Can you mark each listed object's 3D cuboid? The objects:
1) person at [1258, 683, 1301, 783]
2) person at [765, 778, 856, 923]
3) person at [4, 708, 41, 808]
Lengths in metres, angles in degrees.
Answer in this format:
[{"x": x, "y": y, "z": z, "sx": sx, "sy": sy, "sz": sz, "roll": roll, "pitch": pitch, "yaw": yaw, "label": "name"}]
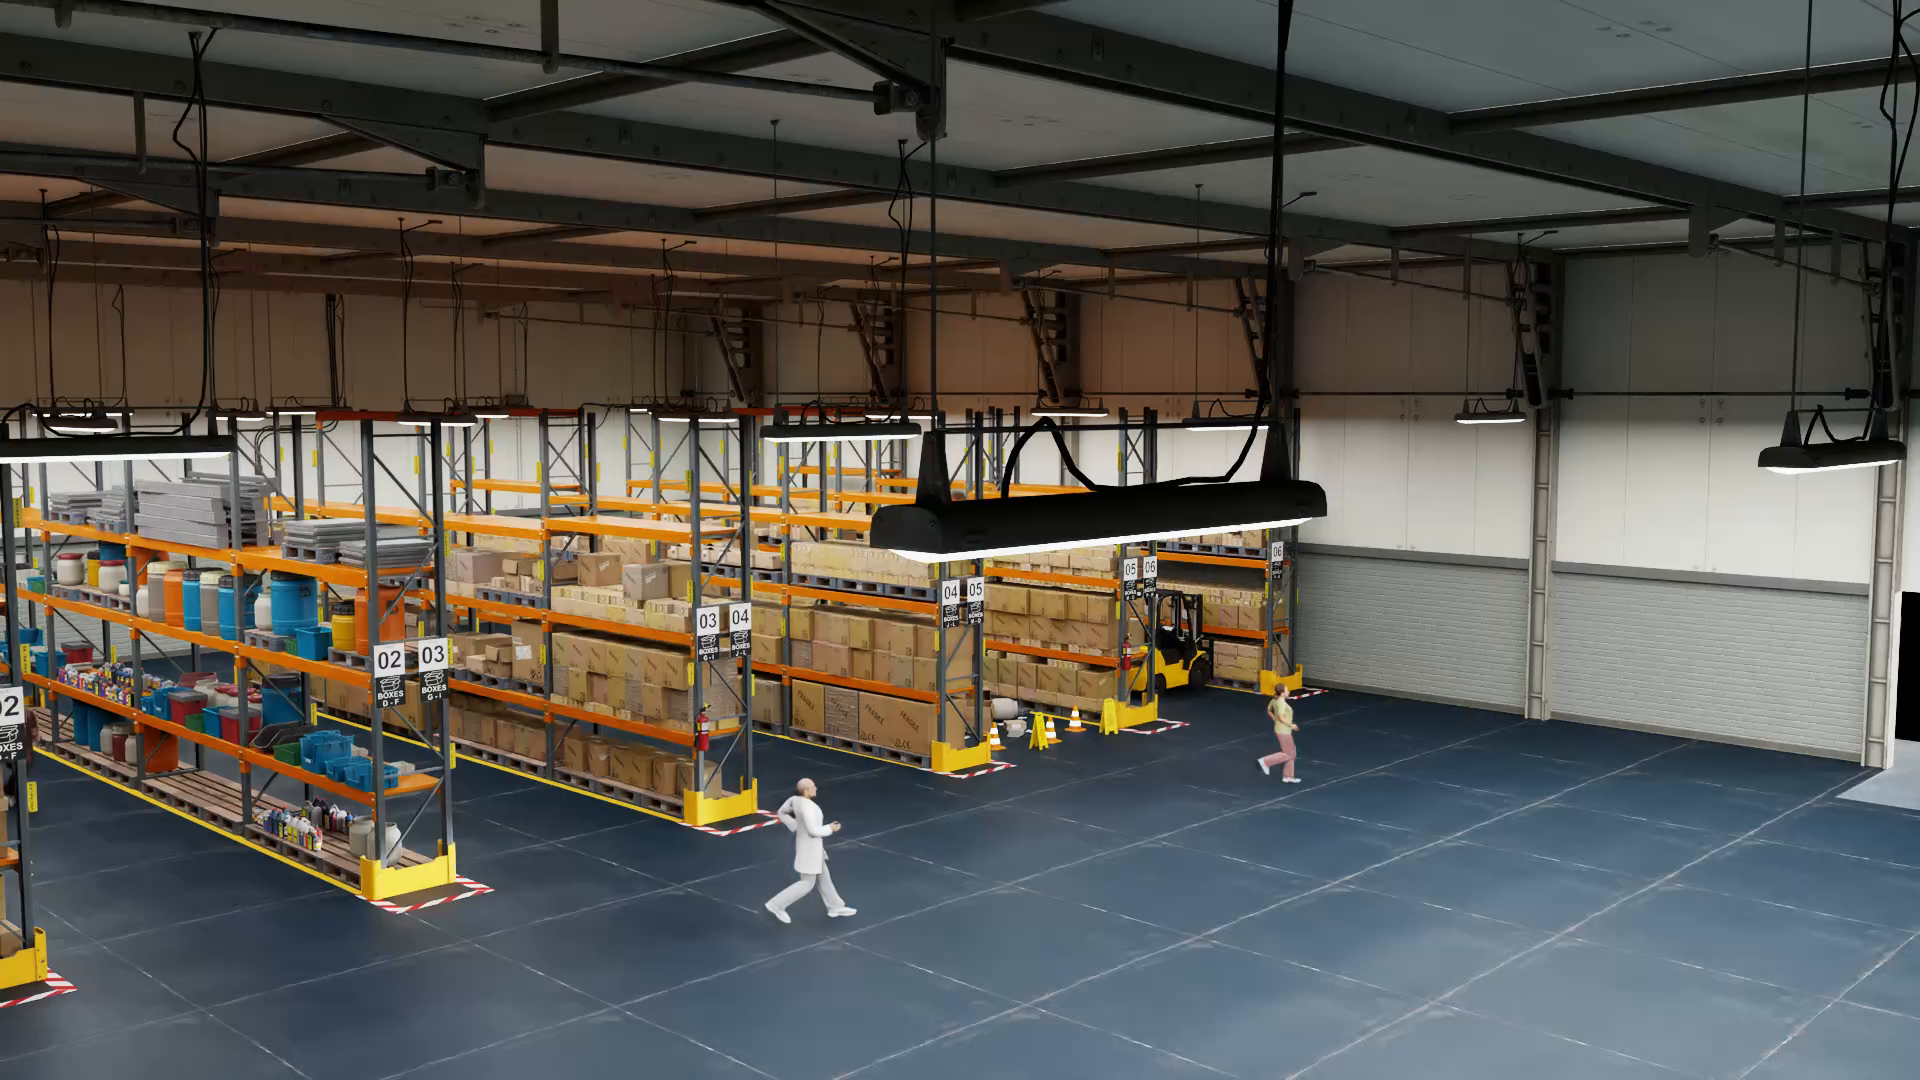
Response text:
[{"x": 5.184, "y": 3.133, "z": 26.981, "sx": 0.731, "sy": 1.641, "sz": 0.579, "roll": -1, "pitch": 5, "yaw": -6, "label": "person"}, {"x": -1.769, "y": 3.717, "z": 19.737, "sx": 1.154, "sy": 1.648, "sz": 0.727, "roll": -2, "pitch": 5, "yaw": -19, "label": "person"}, {"x": -14.345, "y": 3.210, "z": 25.341, "sx": 0.696, "sy": 1.751, "sz": 0.680, "roll": 3, "pitch": 6, "yaw": 32, "label": "person"}]
